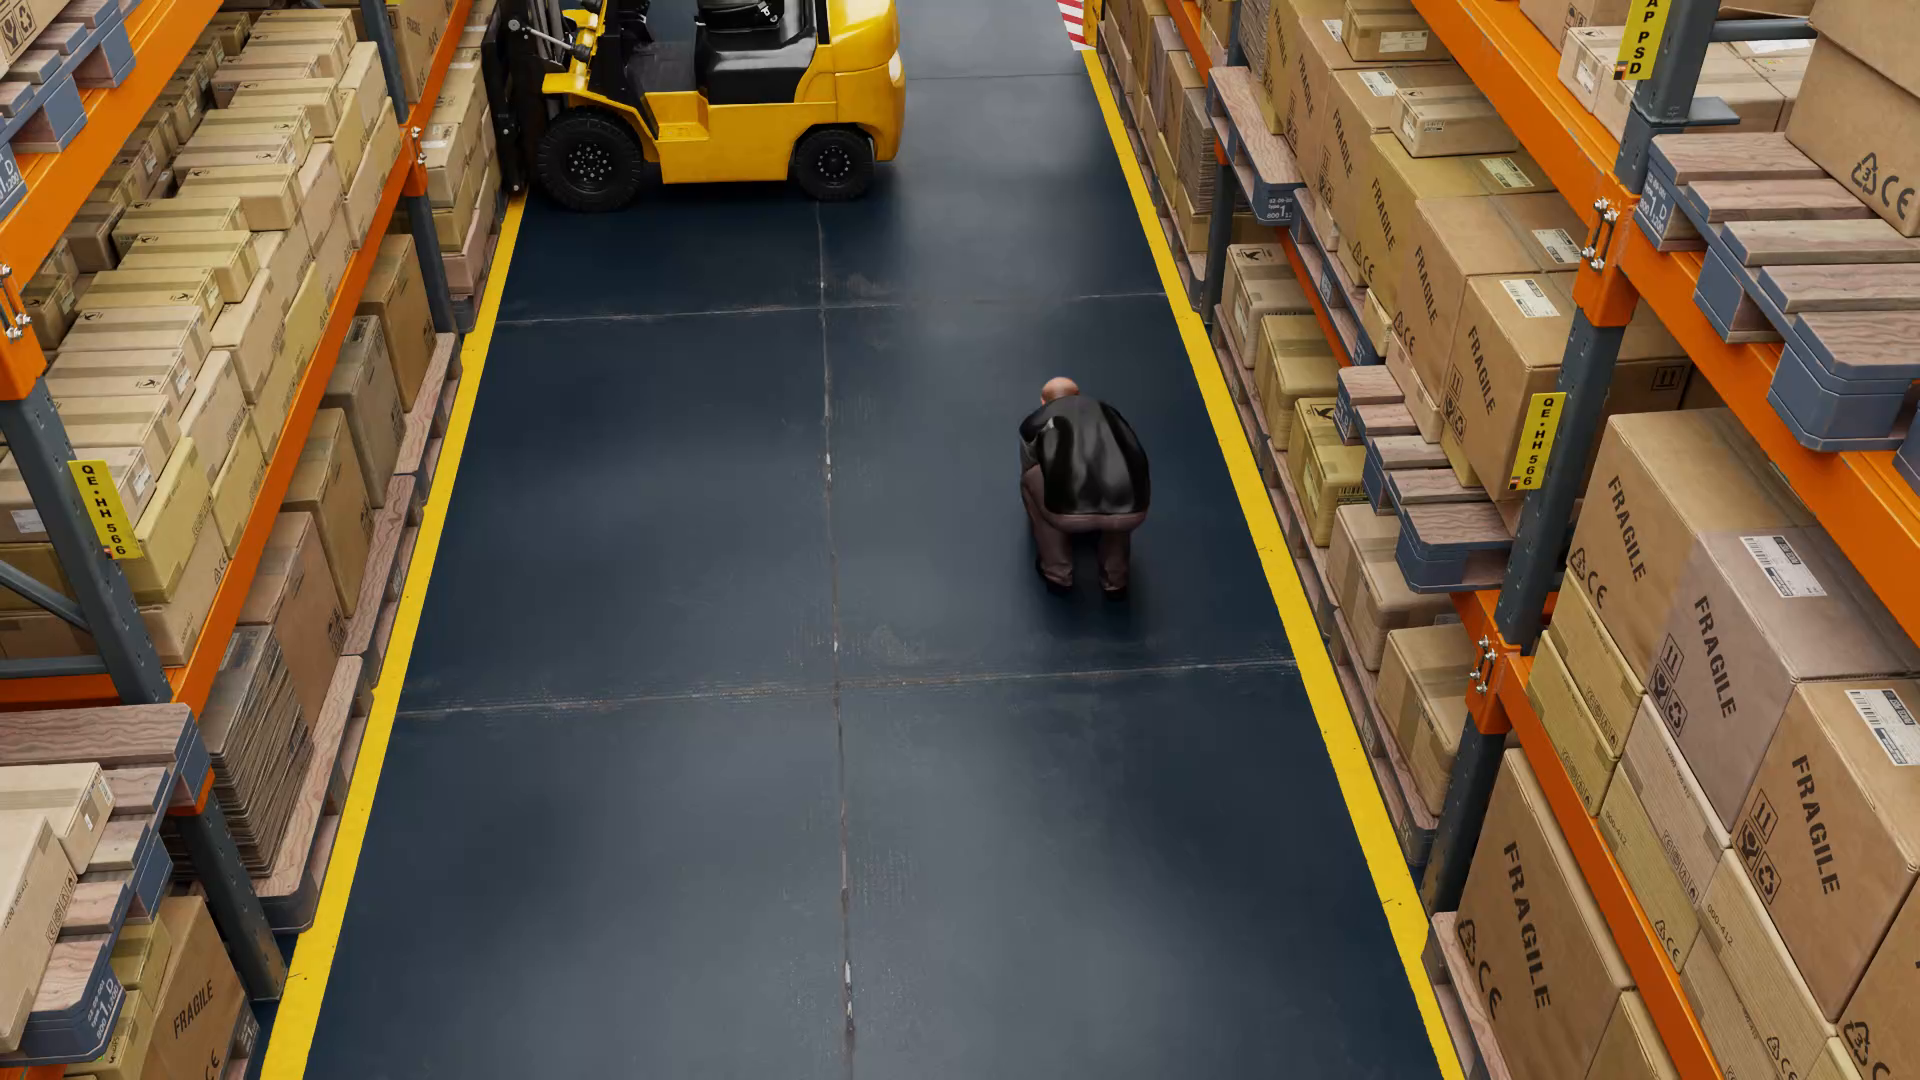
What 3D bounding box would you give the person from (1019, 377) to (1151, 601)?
[{"bbox_3d":[0.518,-0.230,7.185,0.500,0.847,0.952,-4,39,-5],"label":"person"}]
